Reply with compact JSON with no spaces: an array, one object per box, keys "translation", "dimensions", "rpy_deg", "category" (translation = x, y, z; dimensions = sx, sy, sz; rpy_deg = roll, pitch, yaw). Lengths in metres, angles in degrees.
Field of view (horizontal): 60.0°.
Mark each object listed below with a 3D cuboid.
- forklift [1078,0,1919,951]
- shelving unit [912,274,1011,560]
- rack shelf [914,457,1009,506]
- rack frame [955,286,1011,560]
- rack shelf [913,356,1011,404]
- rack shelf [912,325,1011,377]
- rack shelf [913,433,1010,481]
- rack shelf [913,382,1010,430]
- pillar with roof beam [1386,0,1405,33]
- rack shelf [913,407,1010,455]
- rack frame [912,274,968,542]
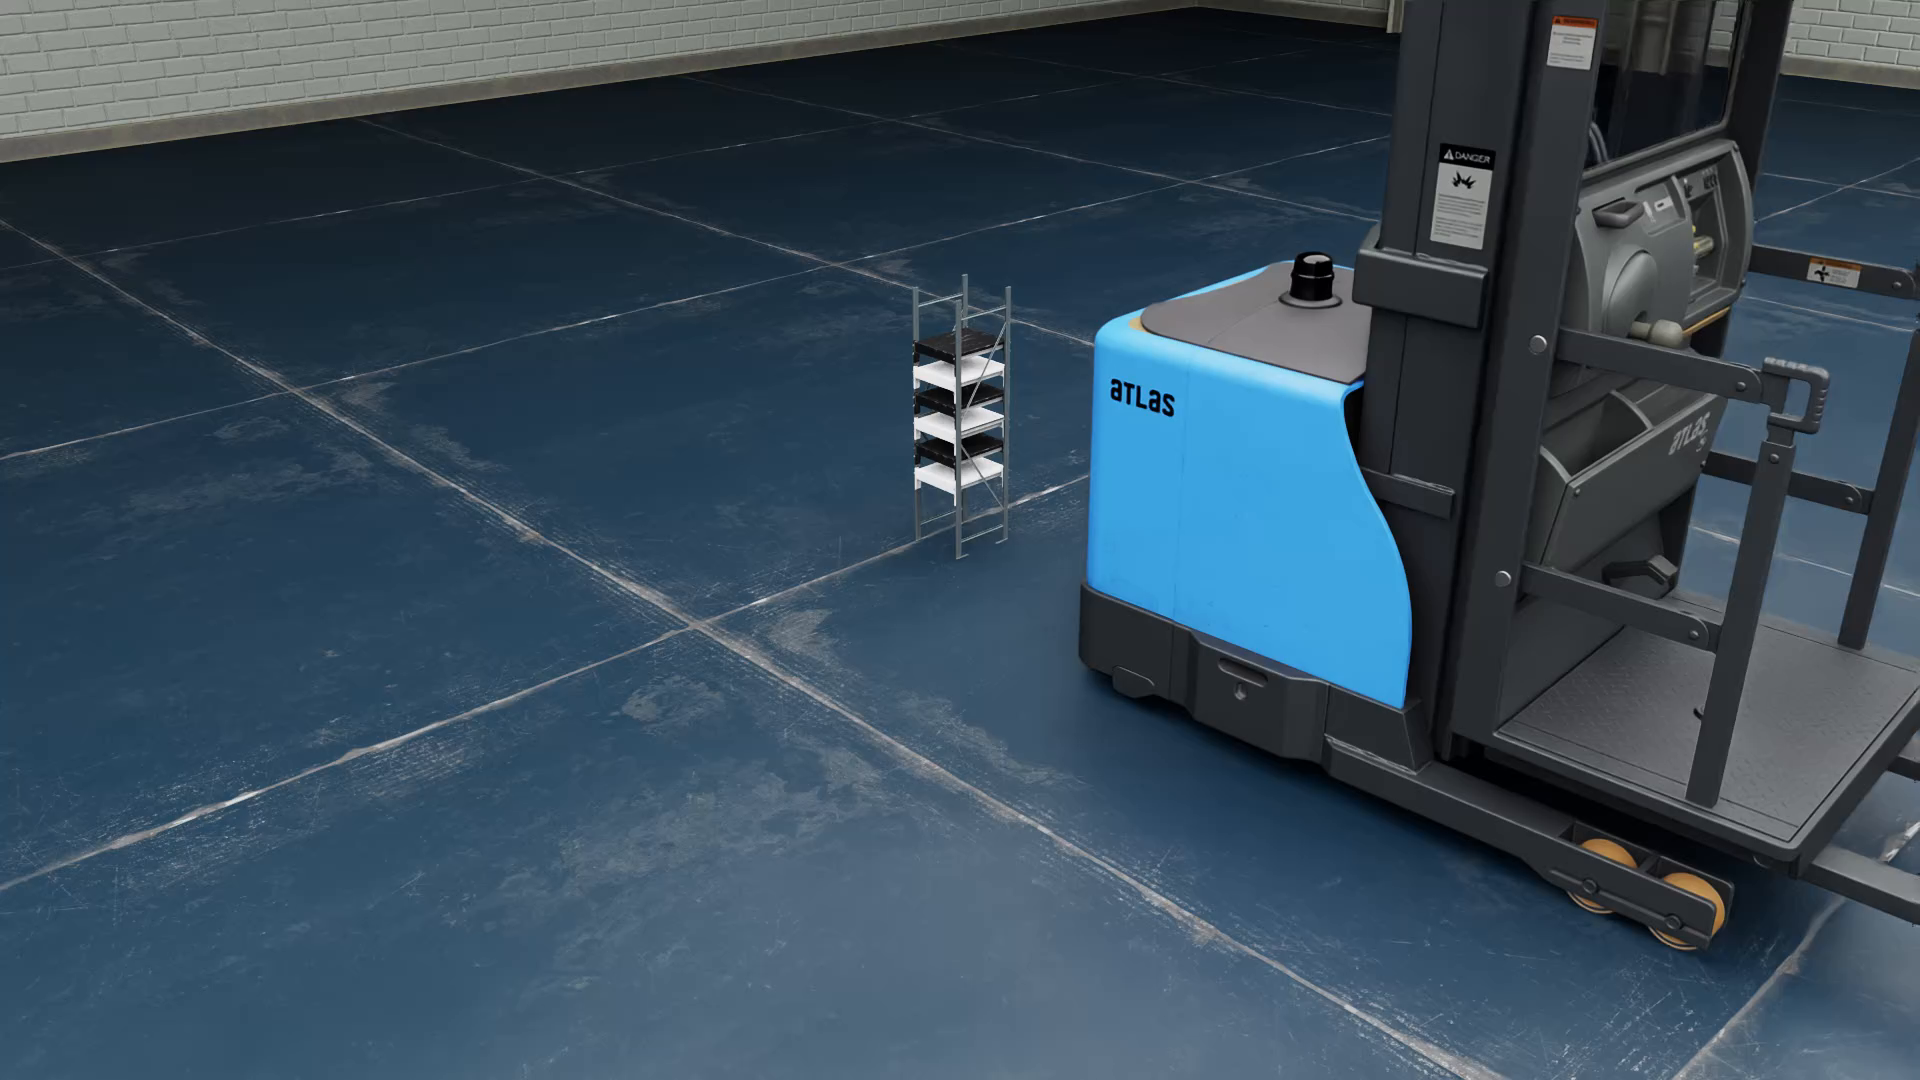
[{"translation":[1.763,-0.659,3.664],"dimensions":[3.031,2.935,1.130],"rpy_deg":[21,32,39],"category":"forklift"},{"translation":[0.006,-0.407,5.558],"dimensions":[0.258,0.900,0.210],"rpy_deg":[-21,32,-38],"category":"shelving unit"},{"translation":[0.006,-0.213,5.646],"dimensions":[0.258,0.077,0.200],"rpy_deg":[-21,32,-38],"category":"rack shelf"},{"translation":[0.075,-0.376,5.490],"dimensions":[0.240,0.900,0.006],"rpy_deg":[-21,32,-38],"category":"rack frame"},{"translation":[0.006,-0.540,5.497],"dimensions":[0.258,0.077,0.200],"rpy_deg":[-21,32,-38],"category":"rack shelf"},{"translation":[0.006,-0.622,5.460],"dimensions":[0.258,0.077,0.200],"rpy_deg":[-21,32,-38],"category":"rack shelf"},{"translation":[0.006,-0.295,5.609],"dimensions":[0.258,0.077,0.200],"rpy_deg":[-21,32,-38],"category":"rack shelf"},{"translation":[0.006,-0.459,5.534],"dimensions":[0.258,0.077,0.200],"rpy_deg":[-21,32,-38],"category":"rack shelf"},{"translation":[1.558,-8.163,12.802],"dimensions":[9.100,9.000,0.400],"rpy_deg":[-21,32,-38],"category":"pillar with roof beam"},{"translation":[0.006,-0.377,5.572],"dimensions":[0.258,0.077,0.200],"rpy_deg":[-21,32,-38],"category":"rack shelf"},{"translation":[-0.064,-0.438,5.625],"dimensions":[0.240,0.900,0.006],"rpy_deg":[-21,32,-38],"category":"rack frame"}]
